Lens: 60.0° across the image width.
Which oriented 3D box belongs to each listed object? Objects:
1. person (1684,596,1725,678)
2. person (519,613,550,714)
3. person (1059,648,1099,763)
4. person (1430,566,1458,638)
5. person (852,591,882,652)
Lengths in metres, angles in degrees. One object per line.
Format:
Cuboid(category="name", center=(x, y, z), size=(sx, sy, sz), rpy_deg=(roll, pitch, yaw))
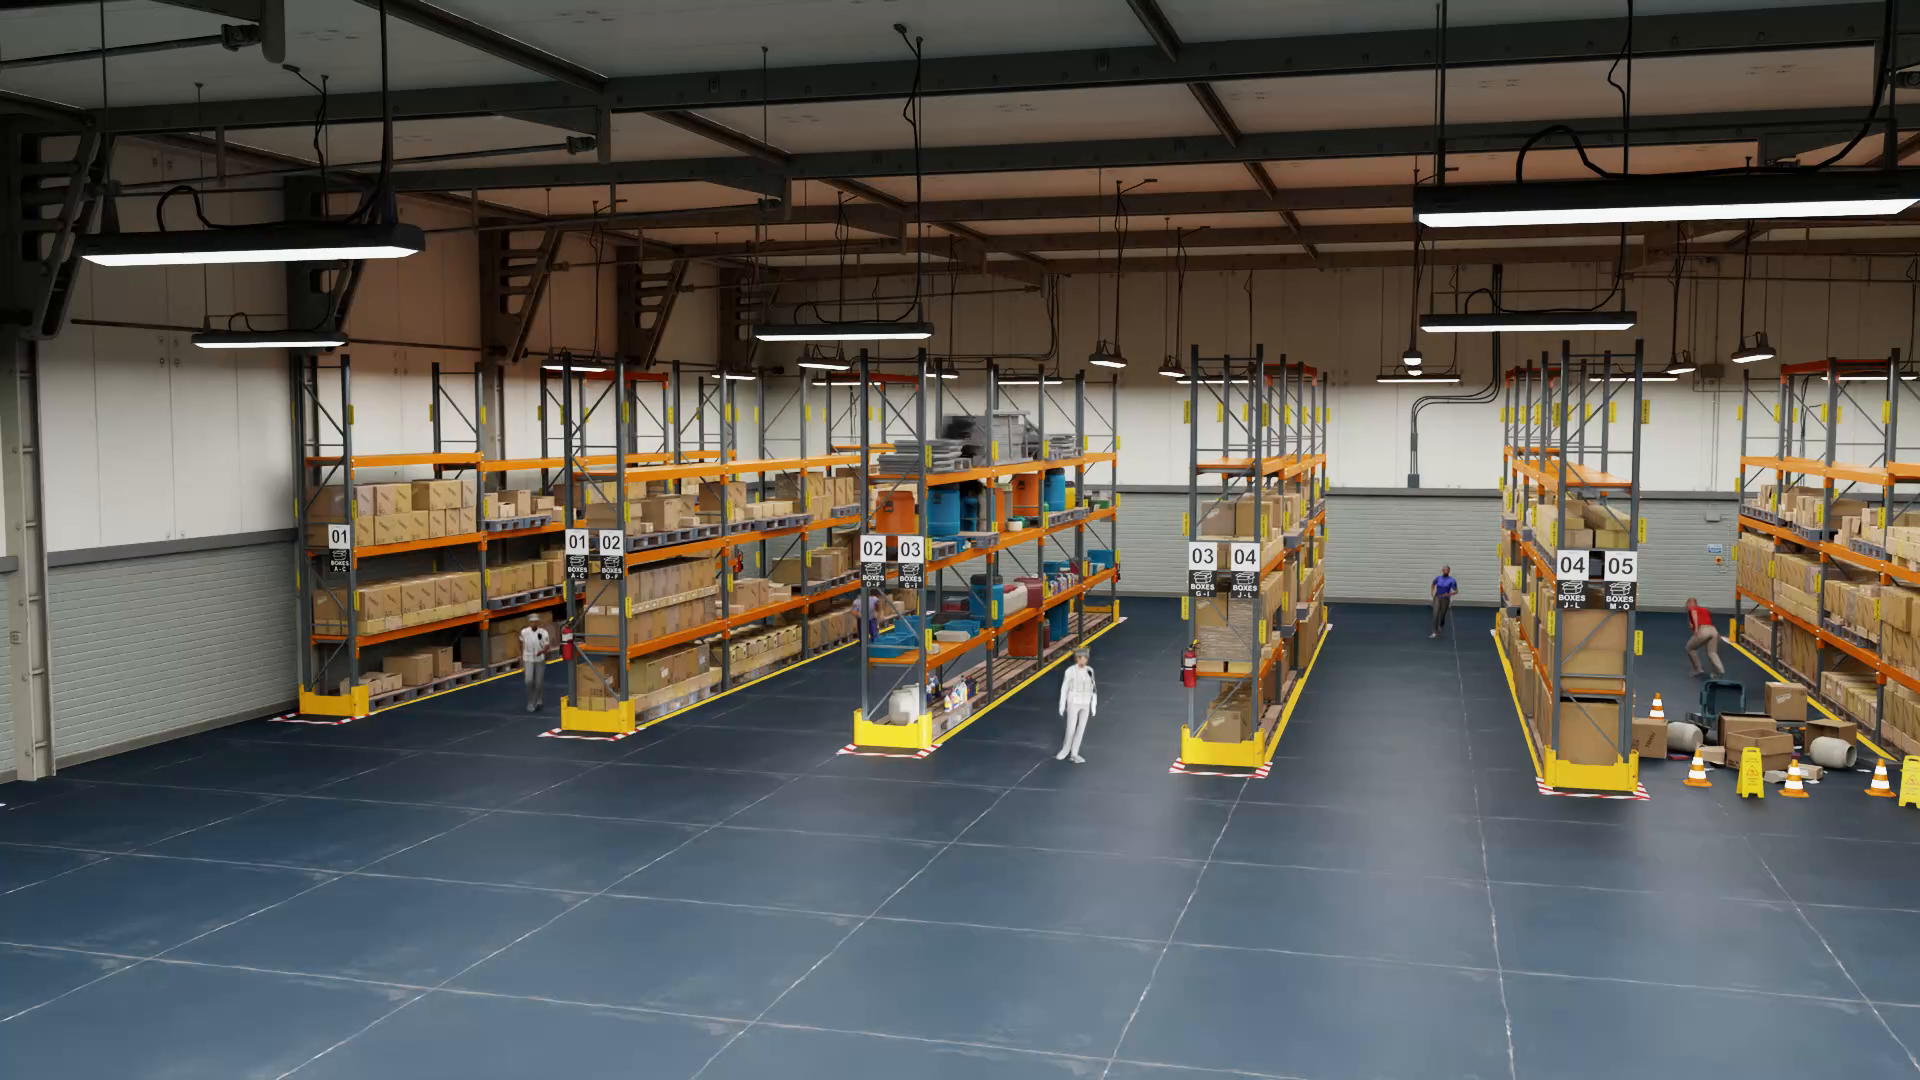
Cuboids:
Cuboid(category="person", center=(14.282, 1.889, 31.826), size=(0.646, 1.533, 1.143), rpy_deg=(-1, 4, -17))
Cuboid(category="person", center=(-7.203, 2.076, 28.140), size=(0.515, 1.730, 0.847), rpy_deg=(-1, 4, -12))
Cuboid(category="person", center=(1.721, 2.373, 23.853), size=(0.560, 1.664, 0.427), rpy_deg=(-2, 5, -27))
Cuboid(category="person", center=(10.946, 1.400, 37.622), size=(0.620, 1.625, 0.711), rpy_deg=(2, 5, 28))
Cuboid(category="person", center=(-1.878, 1.678, 33.567), size=(0.612, 1.549, 0.931), rpy_deg=(0, 4, -3))
